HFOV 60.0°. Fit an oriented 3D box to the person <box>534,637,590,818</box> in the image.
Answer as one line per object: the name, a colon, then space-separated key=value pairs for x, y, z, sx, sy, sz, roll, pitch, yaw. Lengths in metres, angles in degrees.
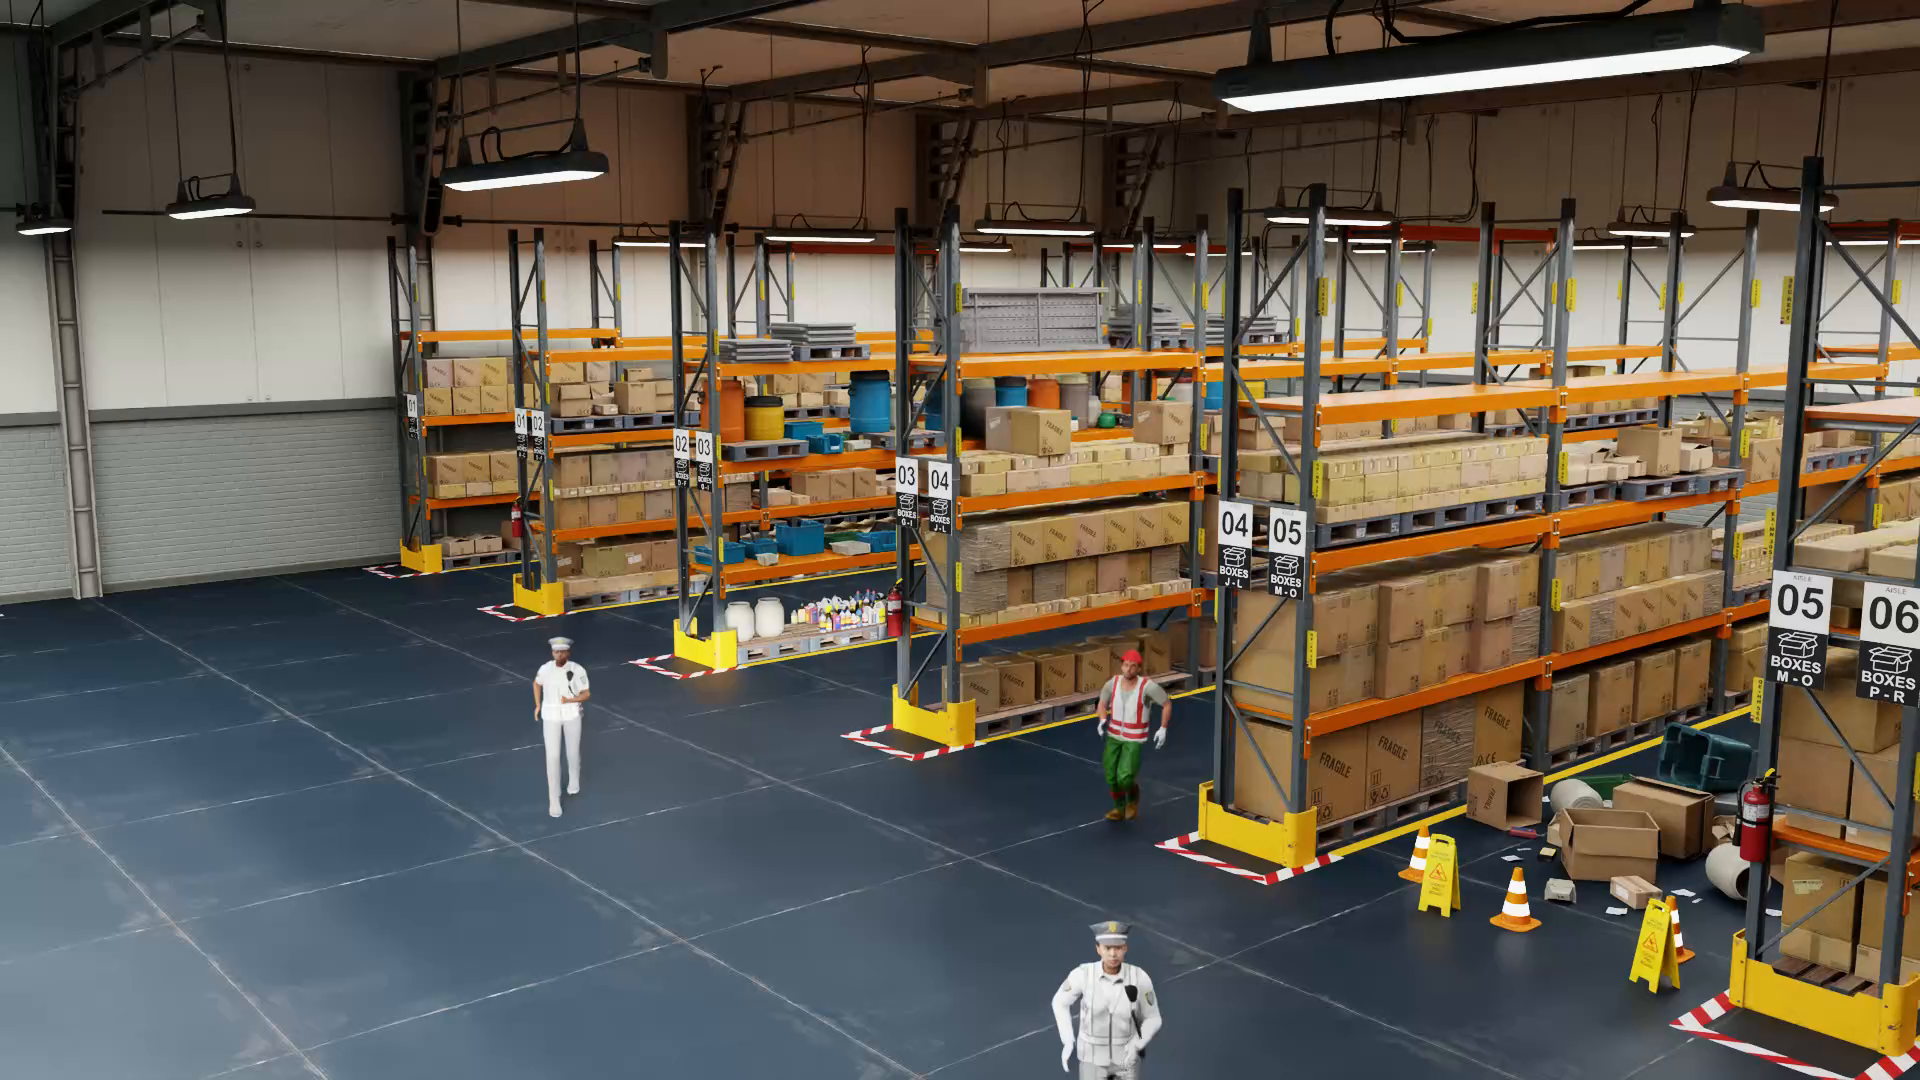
person: x=-3.947 y=1.794 z=16.508 sx=0.566 sy=1.725 sz=0.853 roll=-1 pitch=9 yaw=-9

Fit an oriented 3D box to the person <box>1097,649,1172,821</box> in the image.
person: x=1.604 y=1.883 z=15.803 sx=0.700 sy=1.718 sz=0.602 roll=5 pitch=10 yaw=29

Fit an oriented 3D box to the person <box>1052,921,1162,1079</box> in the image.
person: x=0.836 y=2.934 z=9.352 sx=0.608 sy=1.656 sz=0.540 roll=0 pitch=9 yaw=-1
